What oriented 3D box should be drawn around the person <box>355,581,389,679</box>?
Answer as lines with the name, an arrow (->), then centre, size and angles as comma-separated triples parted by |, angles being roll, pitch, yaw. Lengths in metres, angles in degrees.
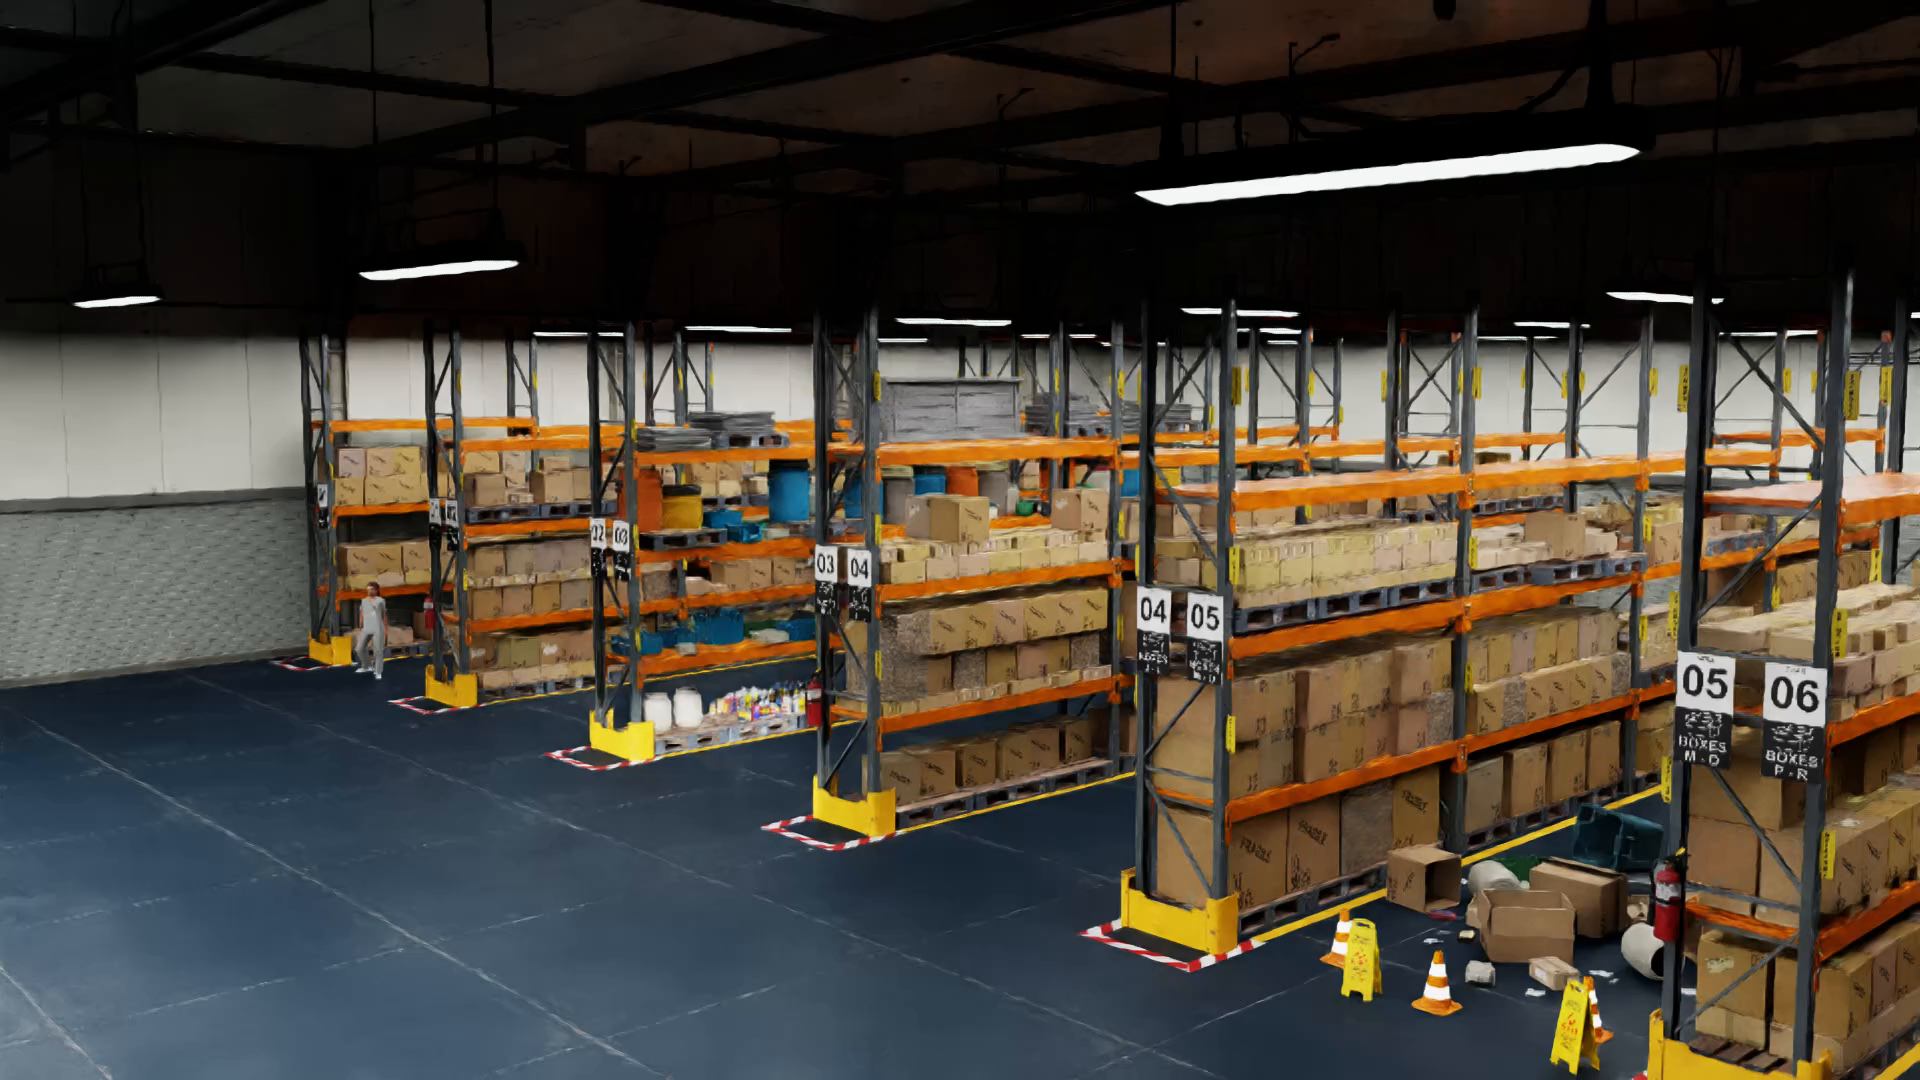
person -> -9.977, 1.503, 28.091 | 0.642, 1.664, 0.497 | 1, 6, 6

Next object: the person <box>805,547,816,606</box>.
person -> -2.981, 0.898, 34.247 | 0.419, 1.603, 0.504 | 2, 6, 21
